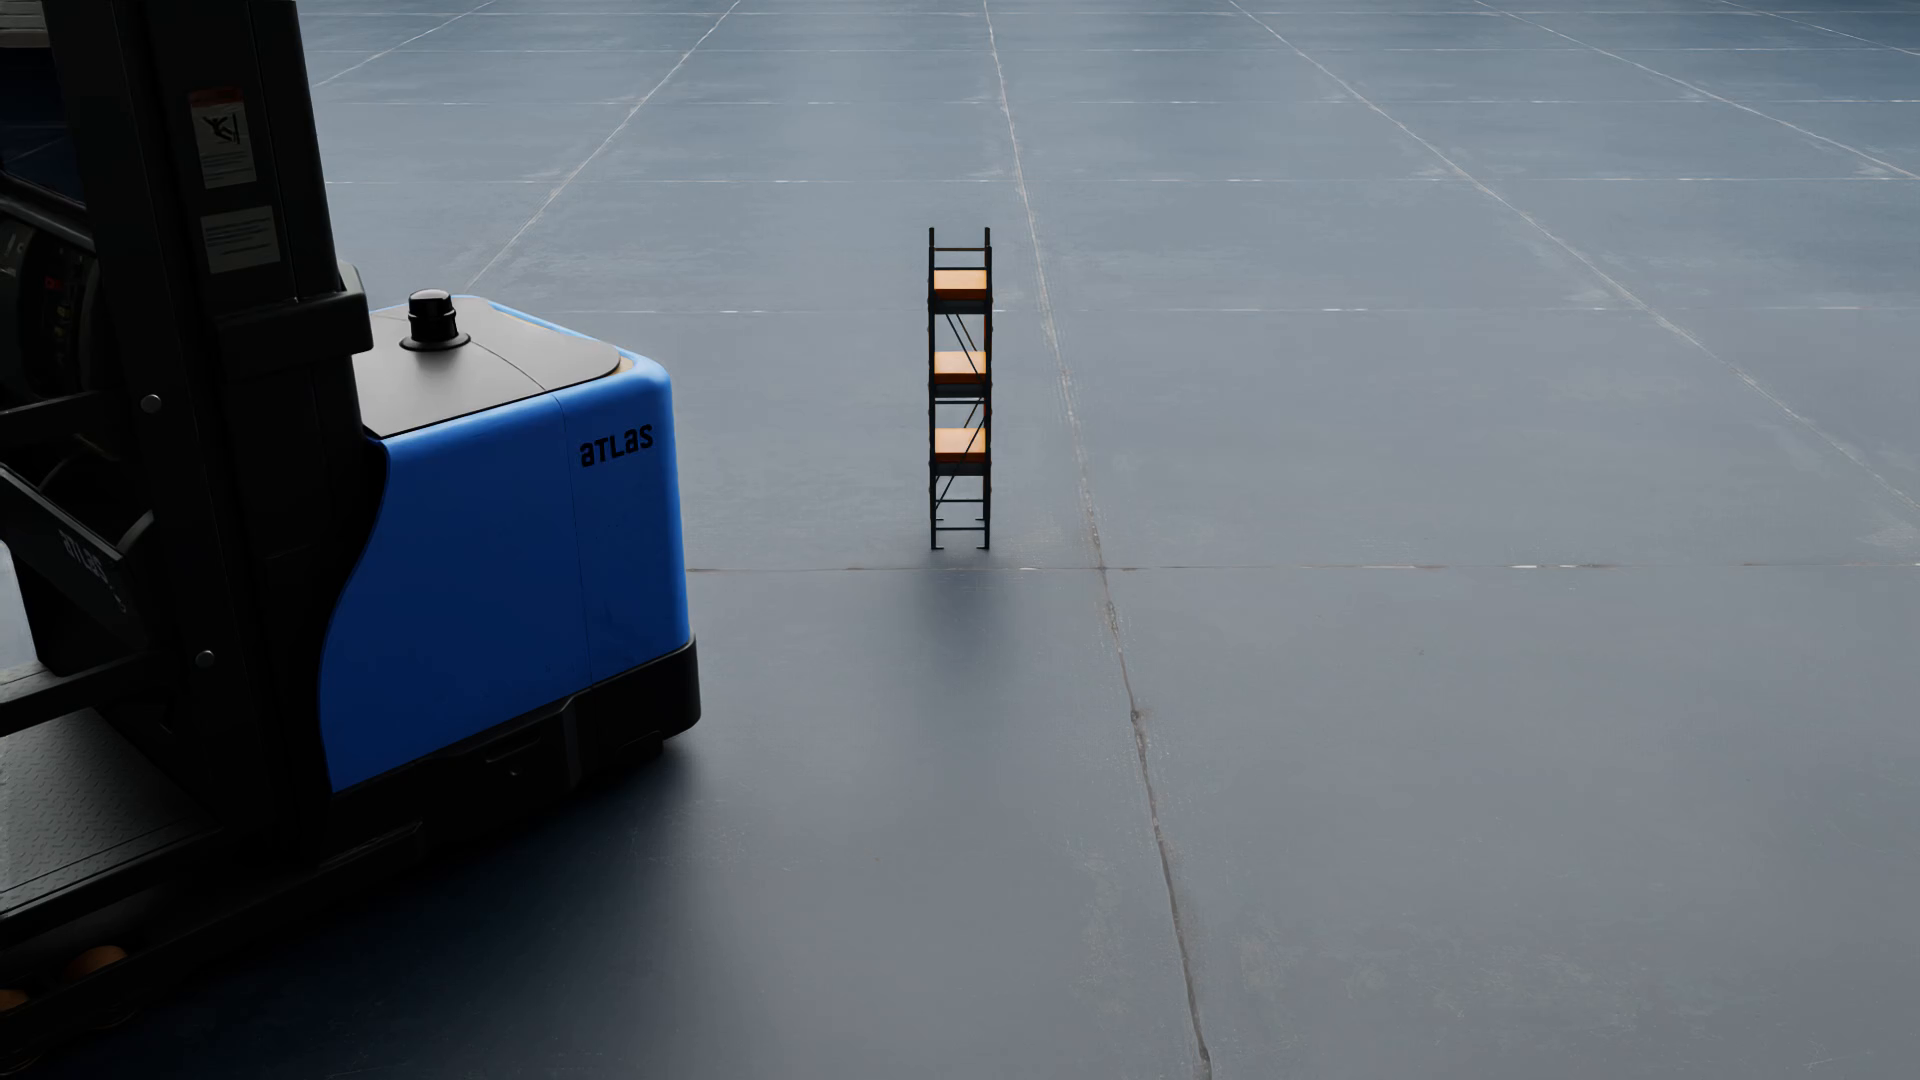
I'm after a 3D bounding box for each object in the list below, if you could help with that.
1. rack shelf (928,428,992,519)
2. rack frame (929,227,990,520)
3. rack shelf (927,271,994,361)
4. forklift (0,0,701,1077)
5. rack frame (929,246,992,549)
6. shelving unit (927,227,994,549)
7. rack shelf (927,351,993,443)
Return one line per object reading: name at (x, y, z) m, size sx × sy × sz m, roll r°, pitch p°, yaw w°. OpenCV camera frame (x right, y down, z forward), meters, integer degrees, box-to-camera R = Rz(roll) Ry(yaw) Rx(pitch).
rack shelf at (-0.001, -0.238, 5.701) m, size 0.215 × 0.259 × 0.240 m, roll 0°, pitch 24°, yaw -1°
rack frame at (-0.002, -0.551, 5.694) m, size 0.200 × 1.050 × 0.008 m, roll 0°, pitch 24°, yaw -1°
rack shelf at (-0.001, -0.749, 5.470) m, size 0.215 × 0.259 × 0.240 m, roll 0°, pitch 24°, yaw -1°
forklift at (-2.090, -0.494, 3.285) m, size 1.130 × 2.935 × 3.031 m, roll 22°, pitch 32°, yaw 39°
rack frame at (0.001, -0.450, 5.471) m, size 0.200 × 1.050 × 0.008 m, roll 0°, pitch 24°, yaw -1°
shelving unit at (-0.001, -0.500, 5.582) m, size 0.215 × 1.050 × 0.252 m, roll 0°, pitch 24°, yaw -1°
rack shelf at (-0.001, -0.491, 5.587) m, size 0.215 × 0.259 × 0.240 m, roll 0°, pitch 24°, yaw -1°
